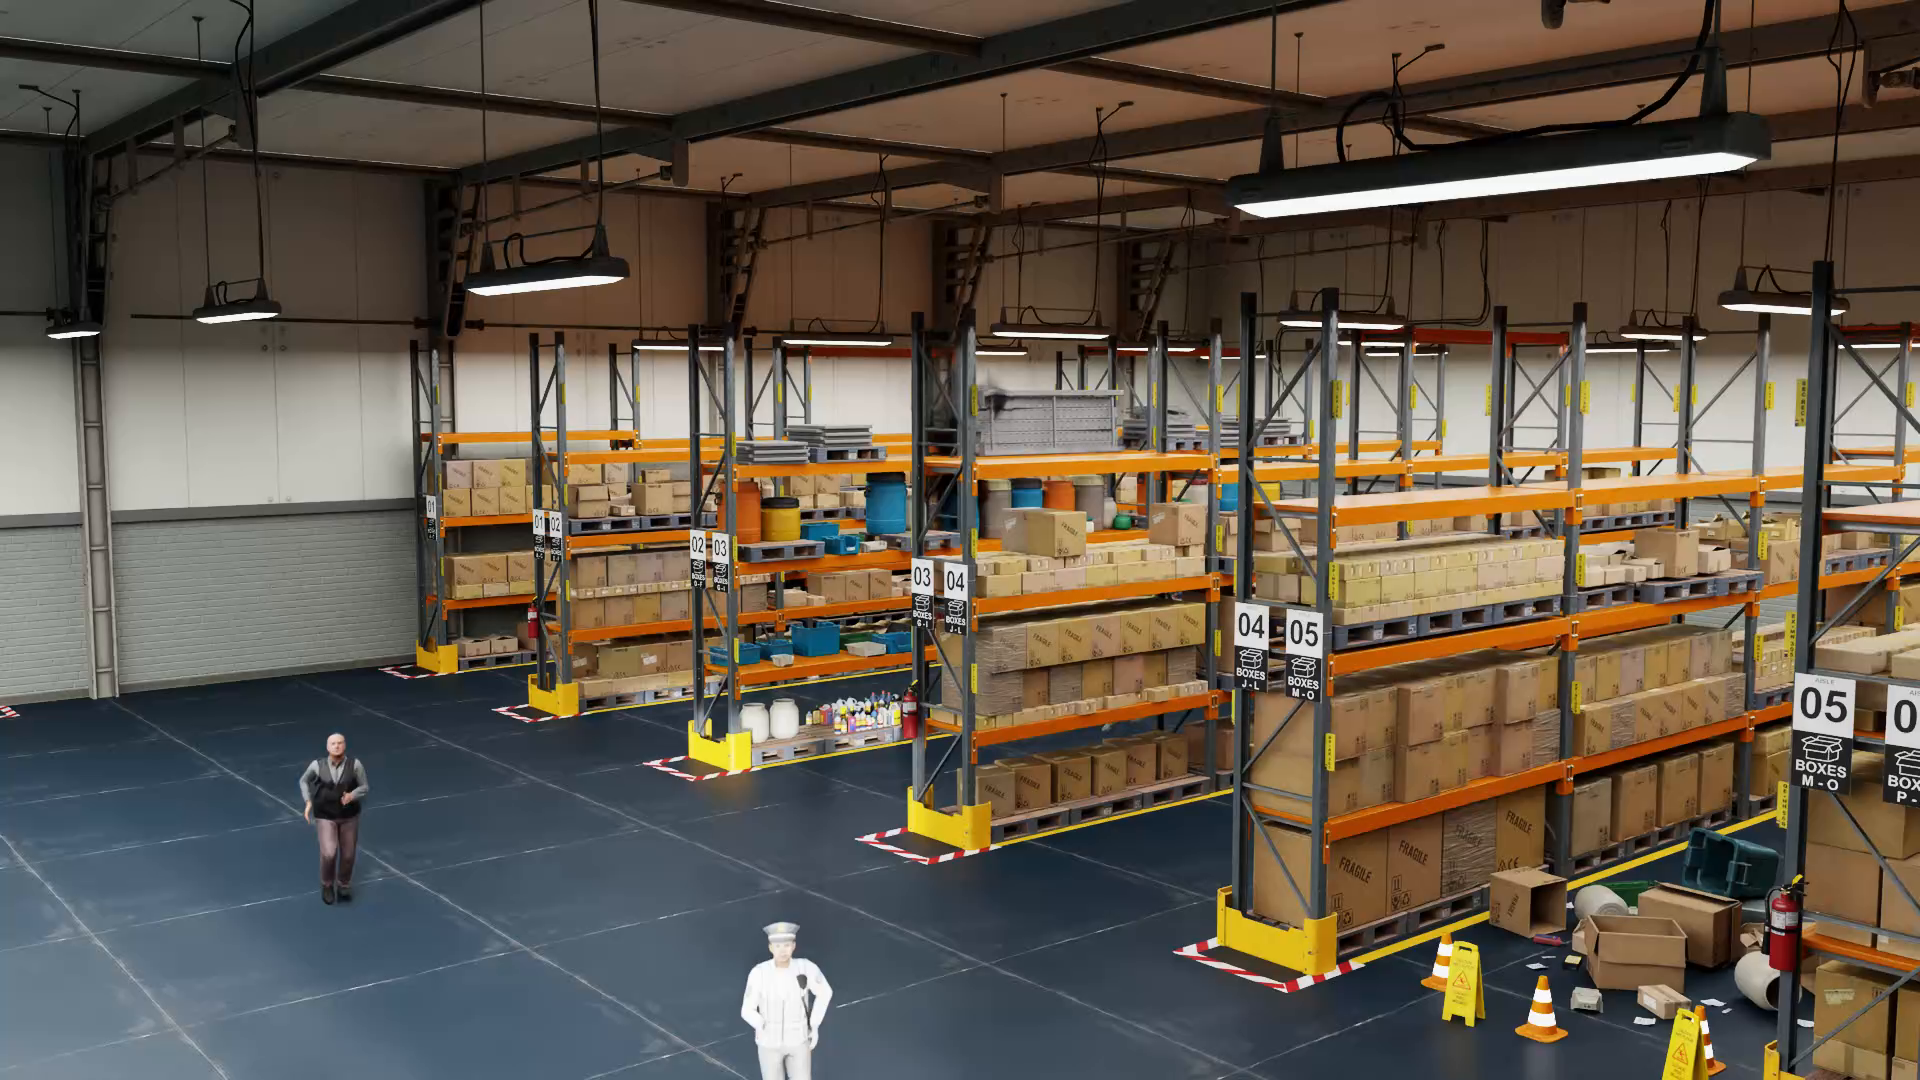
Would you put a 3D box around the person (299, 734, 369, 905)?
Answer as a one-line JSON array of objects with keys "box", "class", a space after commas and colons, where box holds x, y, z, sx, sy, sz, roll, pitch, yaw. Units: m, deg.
[{"box": [-6.207, 2.780, 16.548, 0.623, 1.703, 0.683, -3, 6, -26], "class": "person"}]

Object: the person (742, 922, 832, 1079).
[{"box": [-1.138, 3.319, 10.906, 0.591, 1.656, 0.598, 0, 5, -3], "class": "person"}]

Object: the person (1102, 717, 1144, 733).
[{"box": [2.342, 1.790, 23.698, 0.633, 1.843, 0.771, 4, 7, 39], "class": "person"}]
